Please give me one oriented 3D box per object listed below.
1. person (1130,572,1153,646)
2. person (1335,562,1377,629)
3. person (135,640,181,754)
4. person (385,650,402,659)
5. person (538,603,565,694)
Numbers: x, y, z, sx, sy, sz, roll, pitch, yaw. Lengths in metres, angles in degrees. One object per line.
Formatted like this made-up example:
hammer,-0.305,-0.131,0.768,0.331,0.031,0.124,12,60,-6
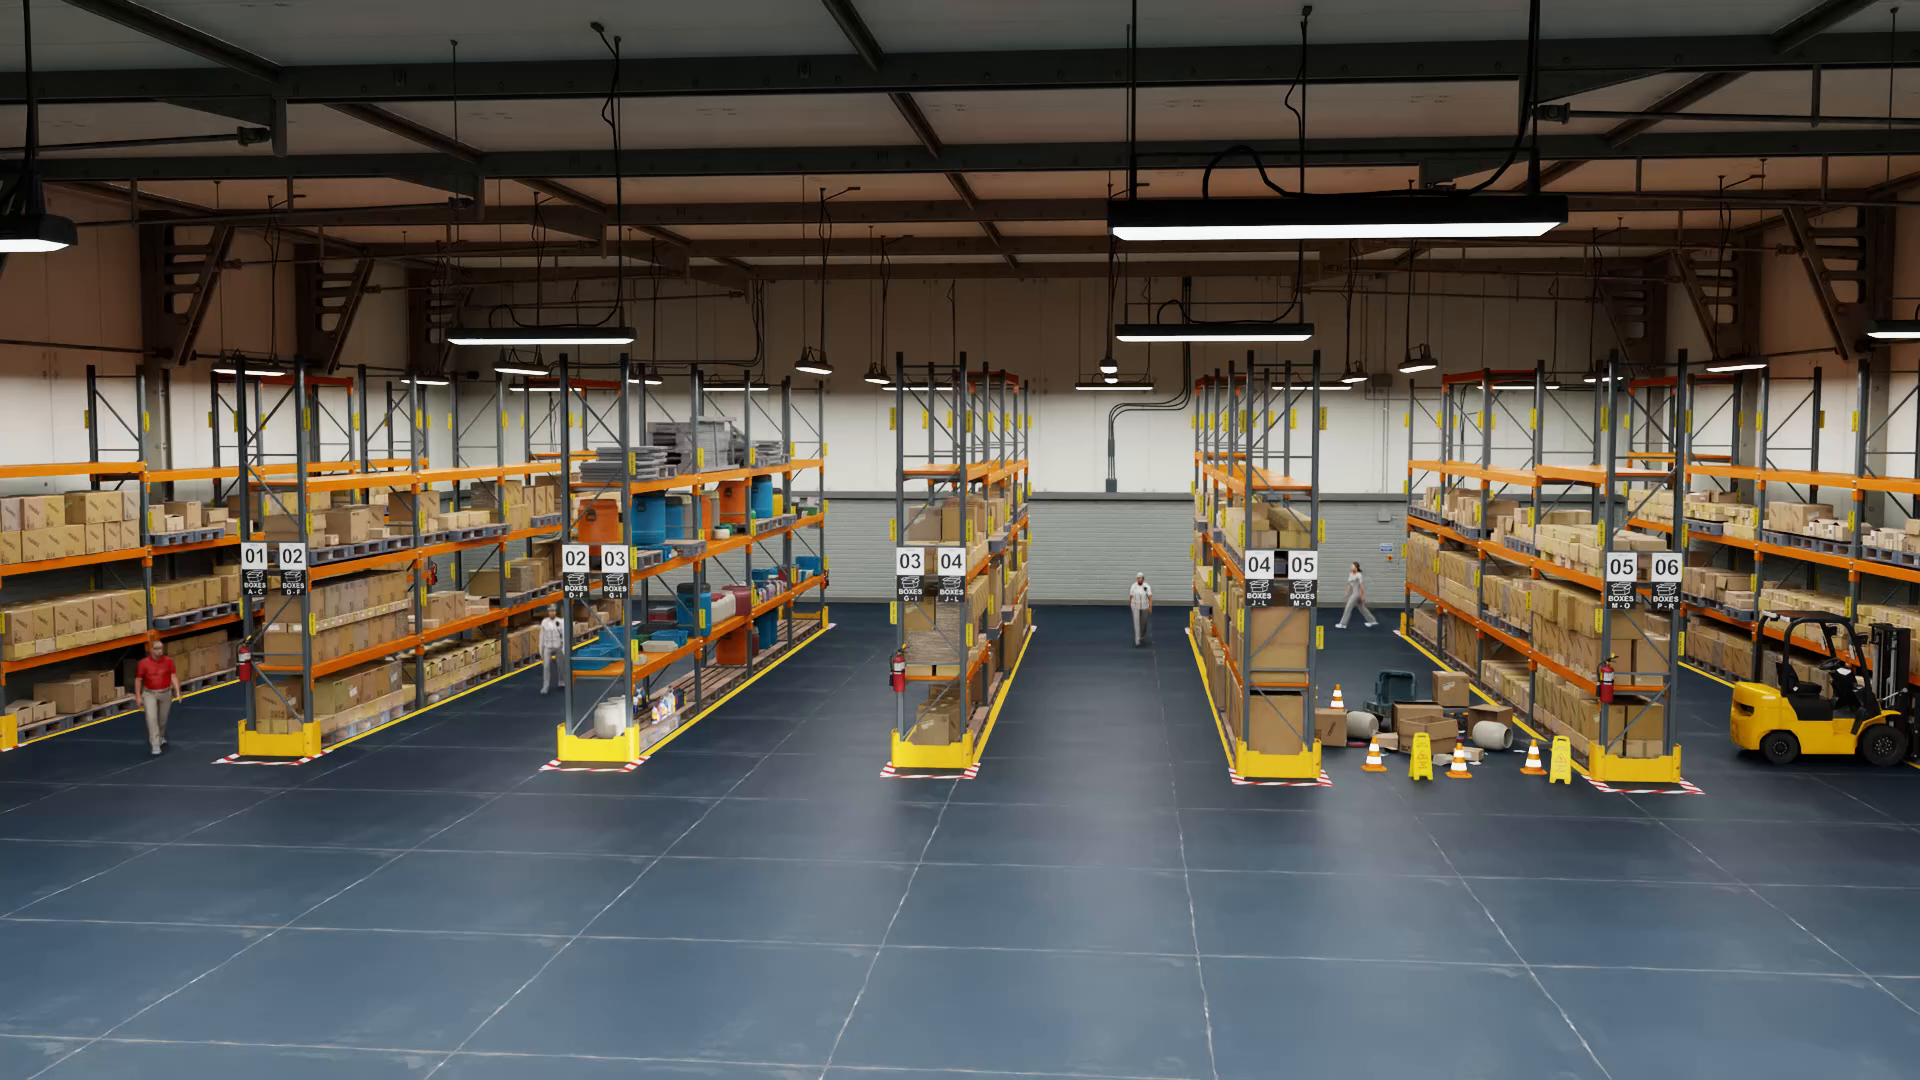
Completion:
person,4.072,1.526,37.403,0.505,1.605,1.034,0,4,3
person,9.580,1.329,40.220,1.052,1.618,0.424,0,4,0
person,-12.175,2.346,25.237,0.605,1.649,1.110,-3,5,-37
person,-11.776,1.767,34.355,0.418,1.562,0.768,0,4,3
person,-7.549,1.974,30.795,0.567,1.621,1.052,0,4,-4
